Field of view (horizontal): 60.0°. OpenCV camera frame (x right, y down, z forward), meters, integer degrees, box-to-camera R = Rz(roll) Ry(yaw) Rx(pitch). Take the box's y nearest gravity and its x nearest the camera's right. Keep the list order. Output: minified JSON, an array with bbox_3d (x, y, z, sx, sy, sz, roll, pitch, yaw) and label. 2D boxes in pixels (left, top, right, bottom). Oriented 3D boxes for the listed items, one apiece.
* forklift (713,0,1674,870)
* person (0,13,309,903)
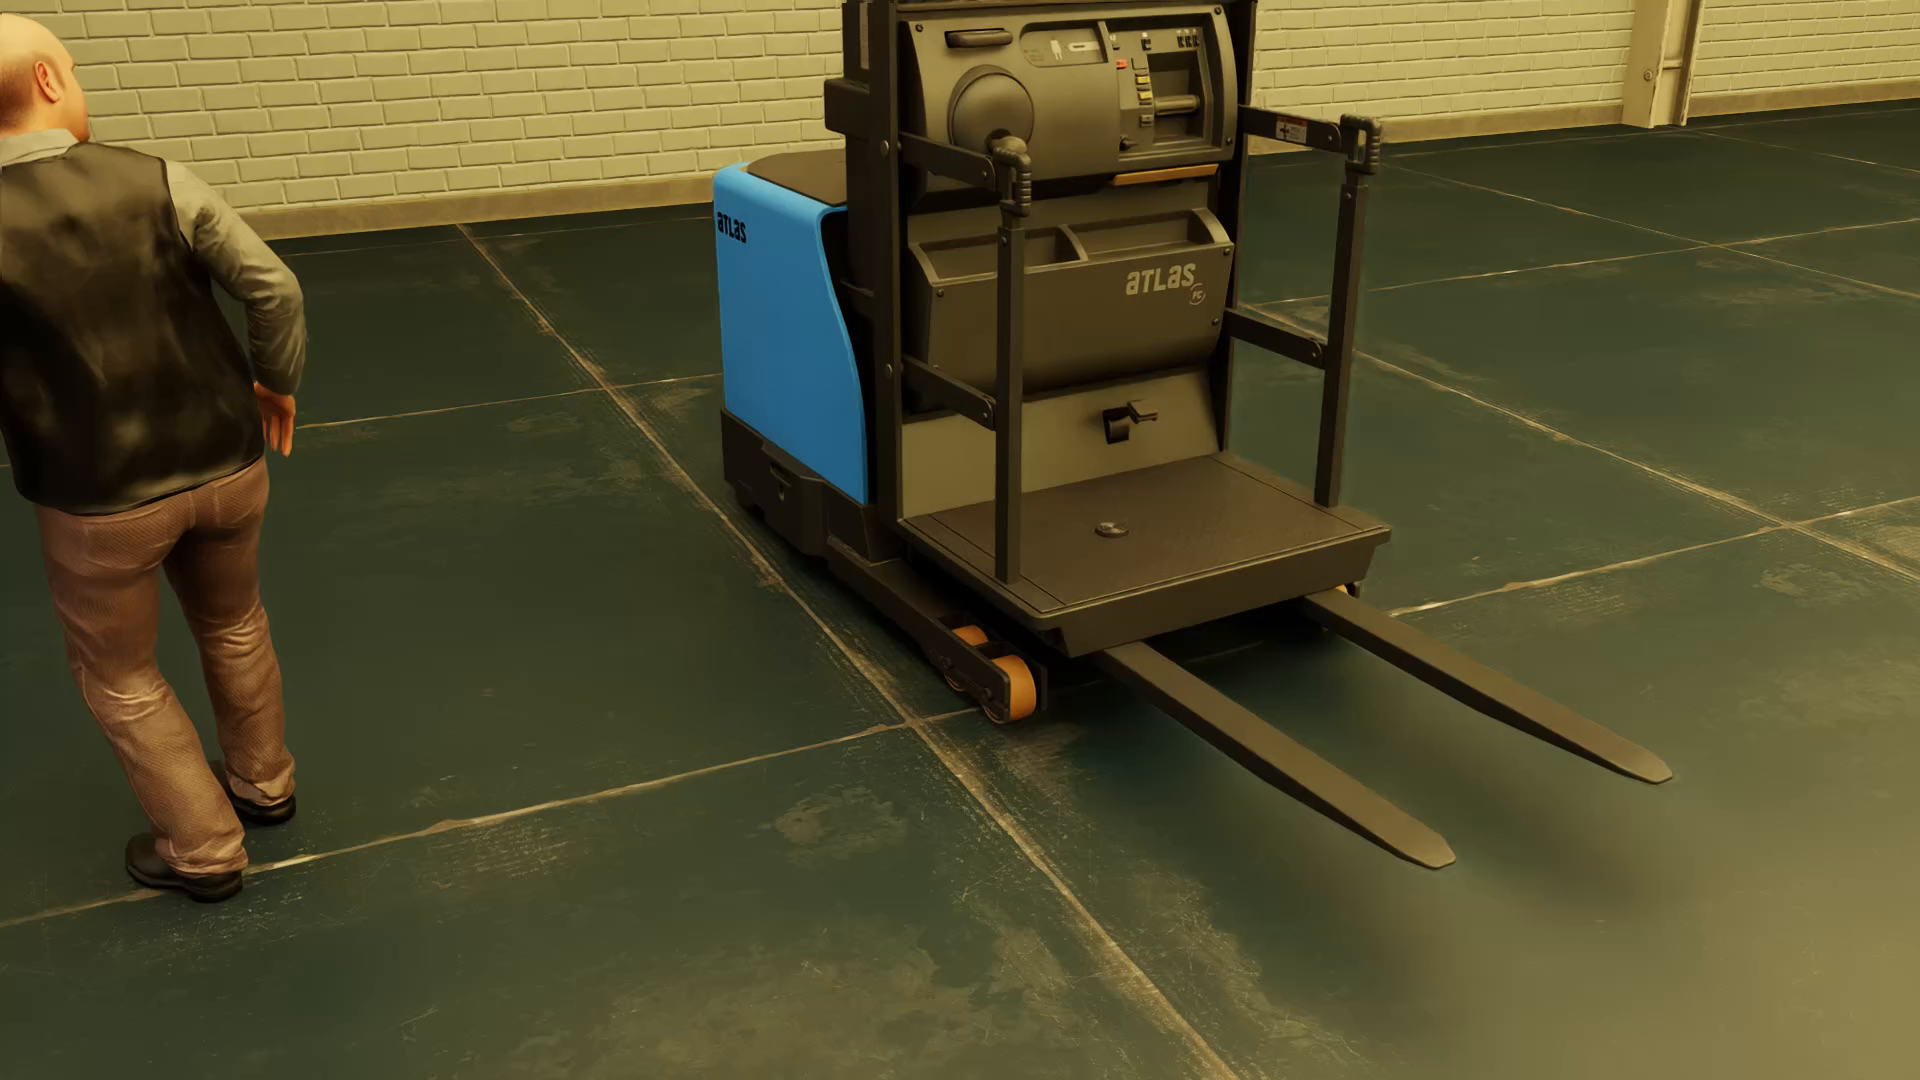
[{"bbox_3d":[0.406,-1.108,3.954,1.130,2.935,3.031,-13,26,-28],"label":"forklift"},{"bbox_3d":[-1.628,-0.122,3.185,0.513,1.704,0.731,19,29,38],"label":"person"}]
